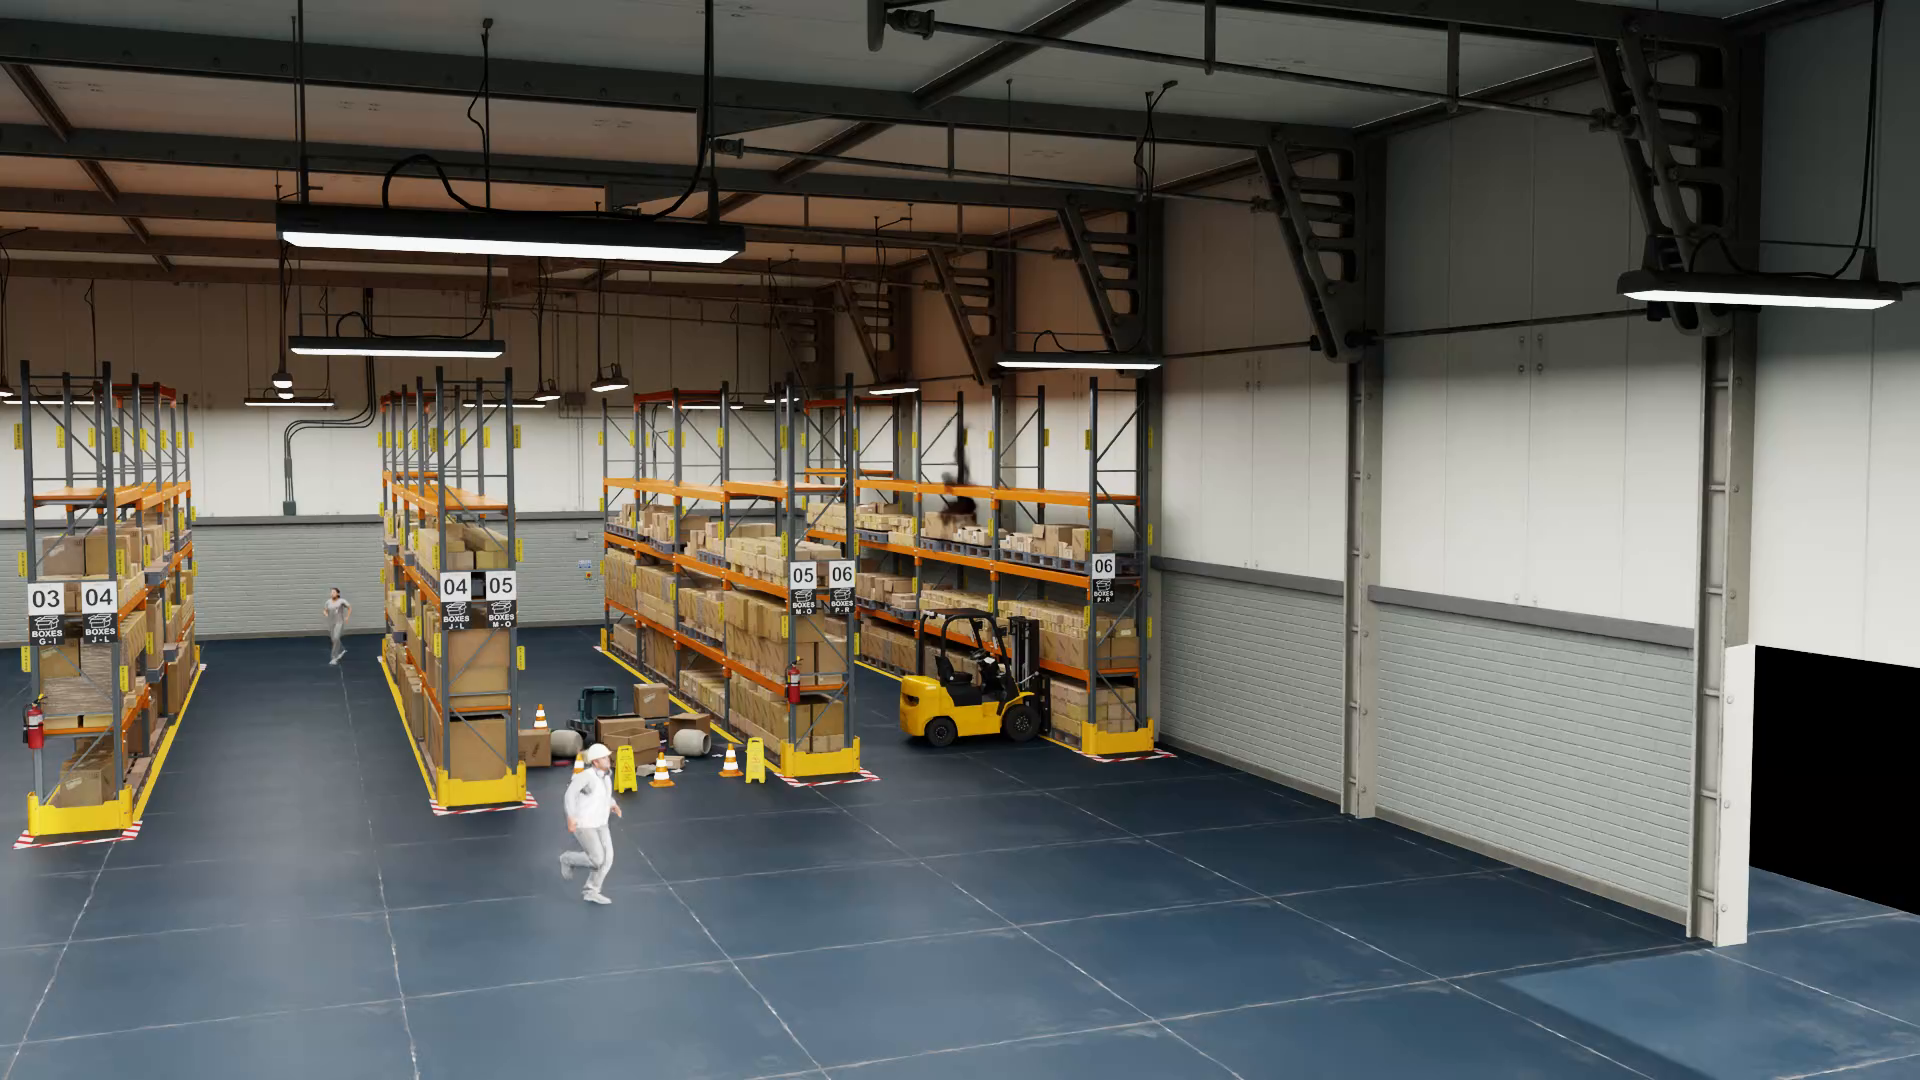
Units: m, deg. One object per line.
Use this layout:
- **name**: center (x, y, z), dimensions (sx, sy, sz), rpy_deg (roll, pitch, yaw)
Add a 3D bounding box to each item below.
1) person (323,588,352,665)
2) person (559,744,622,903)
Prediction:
- **person**: center (-14.030, 1.914, 37.443), dimensions (0.580, 1.703, 0.848), rpy_deg (0, 3, 5)
- **person**: center (-4.024, 3.073, 18.057), dimensions (0.694, 1.734, 0.690), rpy_deg (1, 4, 21)
